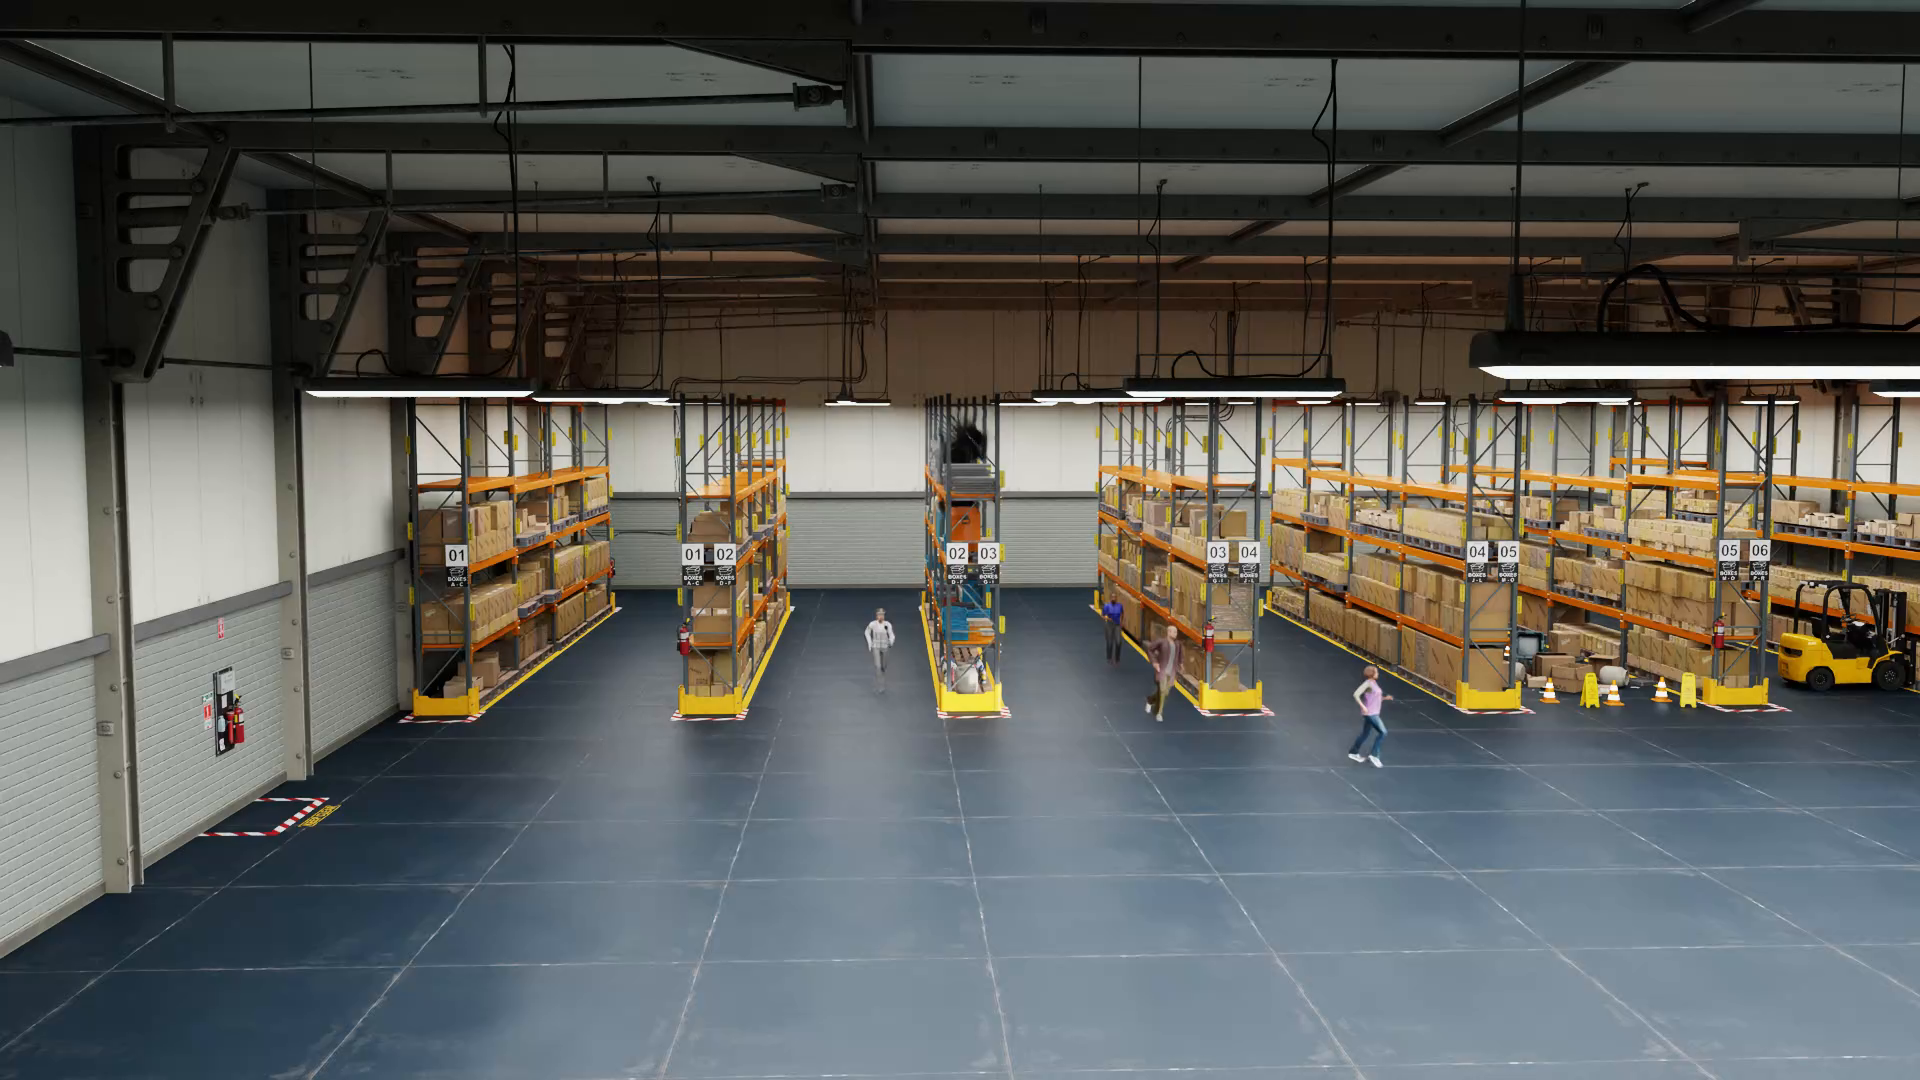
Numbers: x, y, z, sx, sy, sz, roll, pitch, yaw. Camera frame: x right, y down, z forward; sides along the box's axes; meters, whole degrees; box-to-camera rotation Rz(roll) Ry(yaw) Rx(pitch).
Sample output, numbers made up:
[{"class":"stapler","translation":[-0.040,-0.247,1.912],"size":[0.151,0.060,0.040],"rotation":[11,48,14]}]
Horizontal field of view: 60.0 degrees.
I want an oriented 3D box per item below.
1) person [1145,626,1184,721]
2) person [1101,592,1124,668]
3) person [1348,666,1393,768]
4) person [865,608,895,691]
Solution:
[{"class":"person","translation":[3.817,2.457,30.945],"size":[0.768,1.736,0.796],"rotation":[-2,5,-26]},{"class":"person","translation":[3.396,2.003,36.903],"size":[0.566,1.704,0.727],"rotation":[0,5,-5]},{"class":"person","translation":[6.571,2.822,26.609],"size":[0.703,1.639,0.503],"rotation":[2,5,19]},{"class":"person","translation":[-1.641,2.209,34.045],"size":[0.597,1.676,0.830],"rotation":[-1,5,-10]}]
